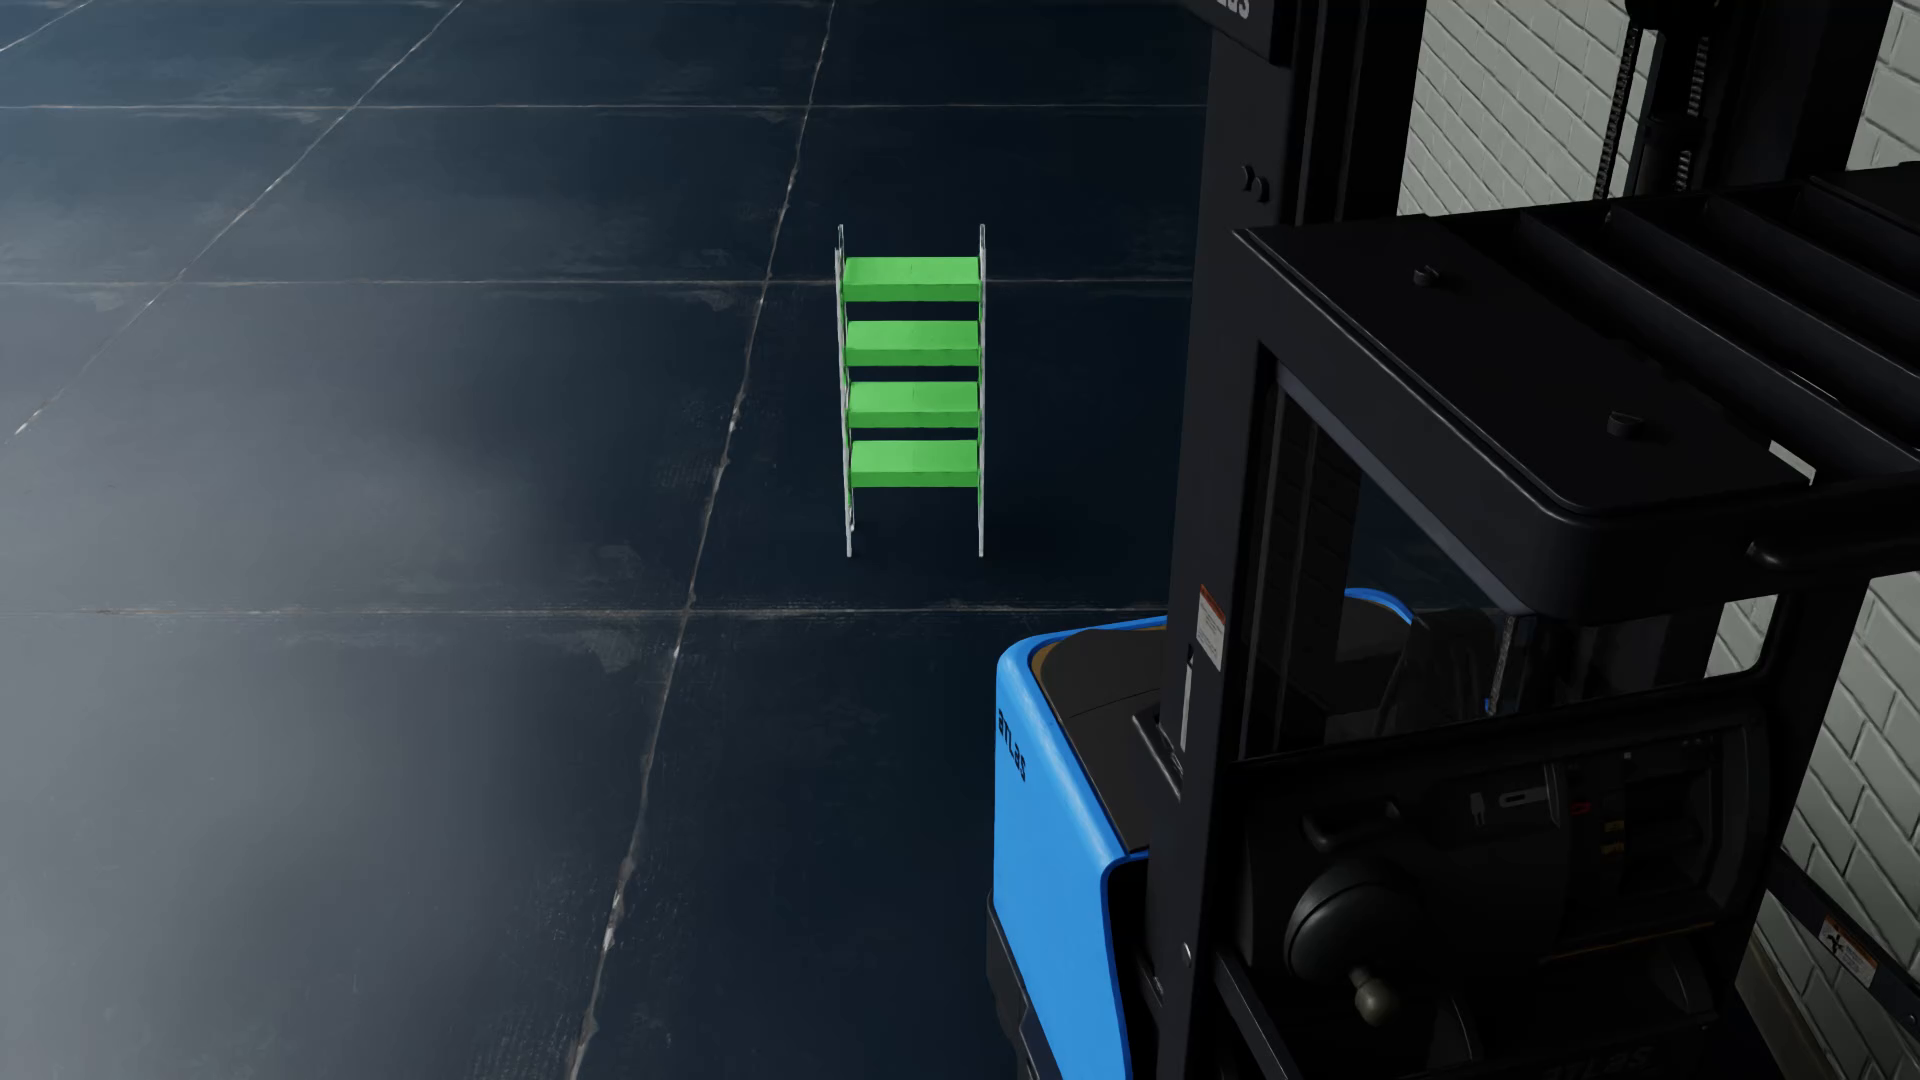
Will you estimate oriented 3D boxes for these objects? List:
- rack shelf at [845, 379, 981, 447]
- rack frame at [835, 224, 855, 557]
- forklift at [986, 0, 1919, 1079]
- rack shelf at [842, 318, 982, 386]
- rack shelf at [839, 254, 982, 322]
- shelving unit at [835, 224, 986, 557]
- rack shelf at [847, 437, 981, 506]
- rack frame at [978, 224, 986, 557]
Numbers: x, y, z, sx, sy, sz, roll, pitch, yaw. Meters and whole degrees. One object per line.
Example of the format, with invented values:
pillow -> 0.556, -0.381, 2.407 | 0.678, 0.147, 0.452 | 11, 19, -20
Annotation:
rack shelf -> -0.166, -0.458, 5.971 | 0.480, 0.148, 0.258 | 0, 31, 0
rack frame -> -0.410, -0.512, 5.937 | 0.015, 1.200, 0.240 | 0, 31, 0
forklift -> 0.944, 0.565, 2.493 | 1.130, 2.935, 3.031 | -8, 32, -13
rack shelf -> -0.166, -0.663, 5.847 | 0.480, 0.148, 0.258 | 0, 31, 0
rack shelf -> -0.166, -0.868, 5.722 | 0.480, 0.148, 0.258 | 0, 31, 0
shelving unit -> -0.166, -0.512, 5.938 | 0.503, 1.200, 0.258 | 0, 31, 0
rack shelf -> -0.166, -0.253, 6.096 | 0.480, 0.148, 0.258 | 0, 31, 0
rack frame -> 0.078, -0.513, 5.939 | 0.015, 1.200, 0.240 | 0, 31, 0
